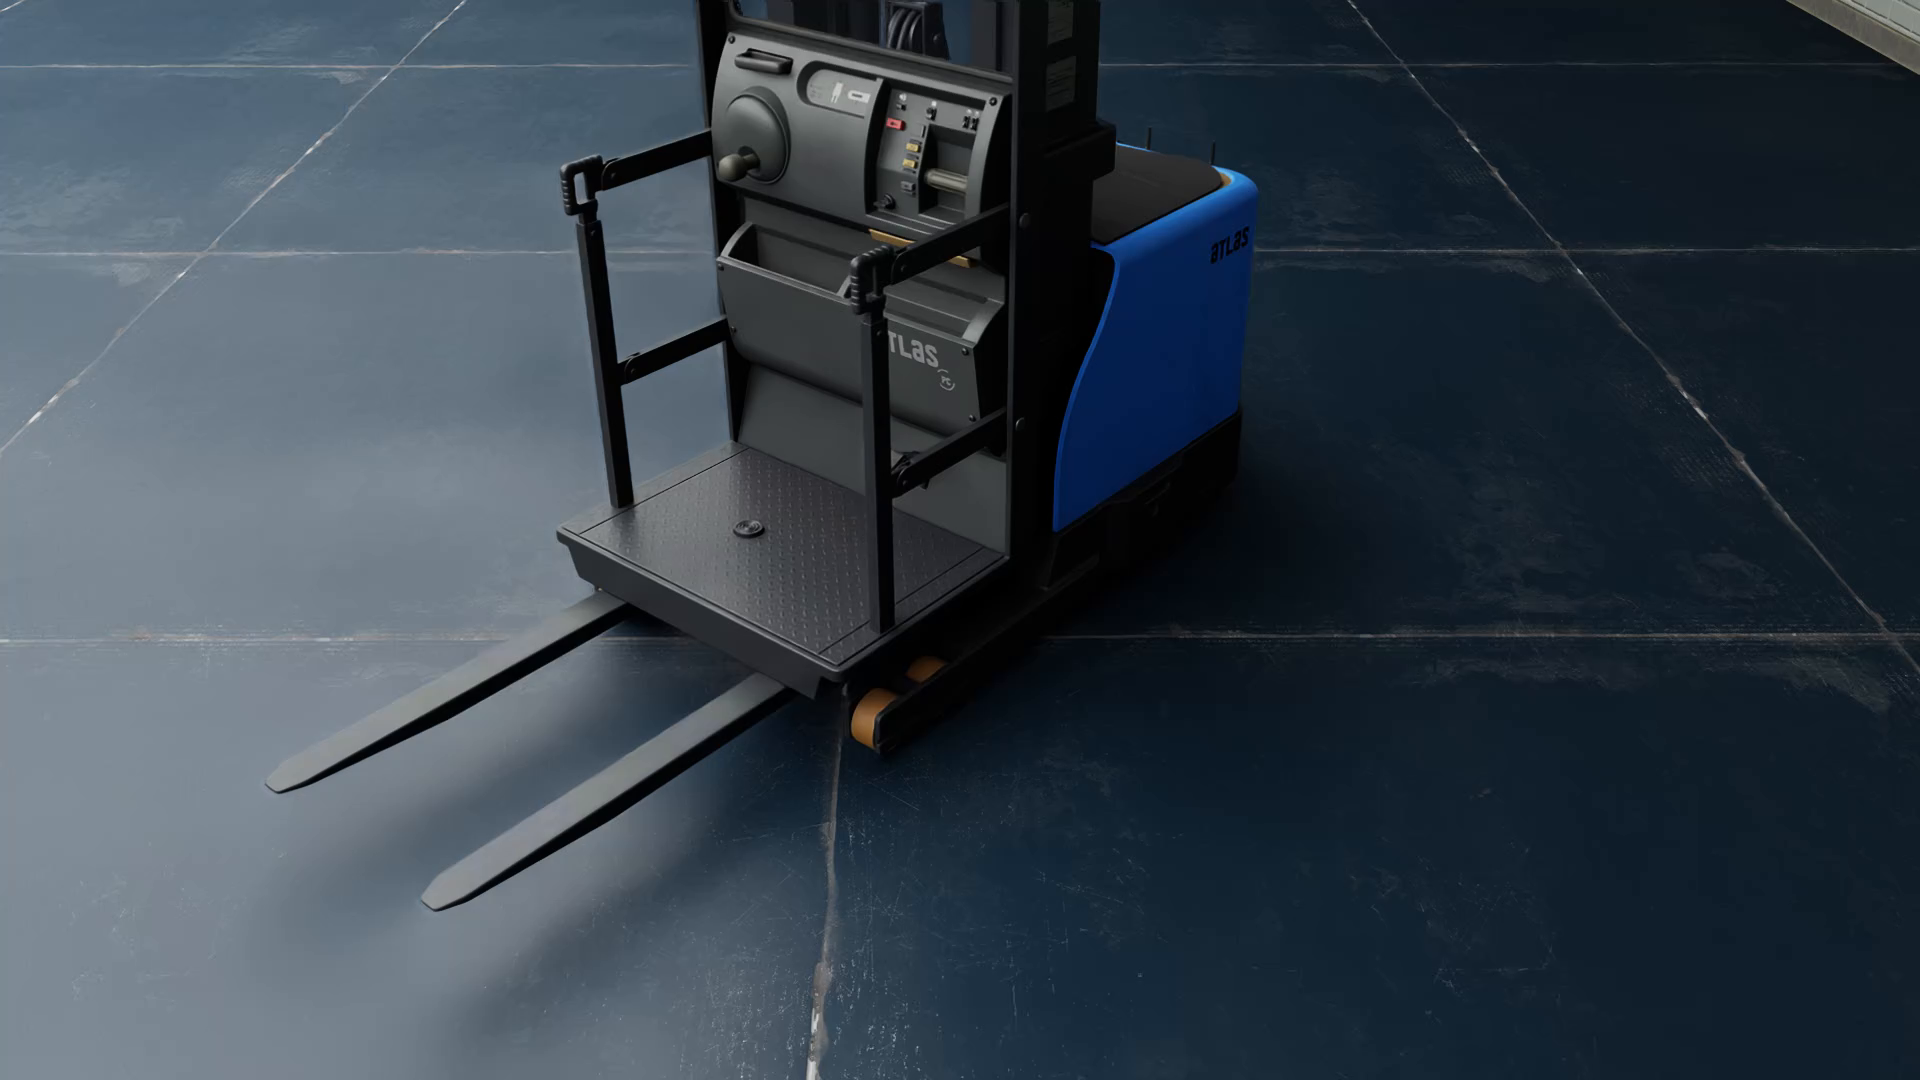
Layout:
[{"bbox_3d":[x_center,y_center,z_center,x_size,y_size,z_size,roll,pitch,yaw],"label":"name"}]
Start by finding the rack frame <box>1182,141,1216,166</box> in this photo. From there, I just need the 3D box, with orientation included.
[{"bbox_3d":[0.756,-0.791,5.542,0.008,1.050,0.200,22,38,32],"label":"rack frame"}]

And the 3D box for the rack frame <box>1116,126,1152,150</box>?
[{"bbox_3d":[0.565,-0.870,5.672,0.008,1.050,0.200,22,38,32],"label":"rack frame"}]

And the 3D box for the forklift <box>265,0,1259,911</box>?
[{"bbox_3d":[-0.410,-0.993,4.062,1.130,2.935,3.031,23,38,33],"label":"forklift"}]

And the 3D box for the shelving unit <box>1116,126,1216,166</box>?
[{"bbox_3d":[0.660,-0.831,5.607,0.252,1.050,0.215,22,38,32],"label":"shelving unit"}]
